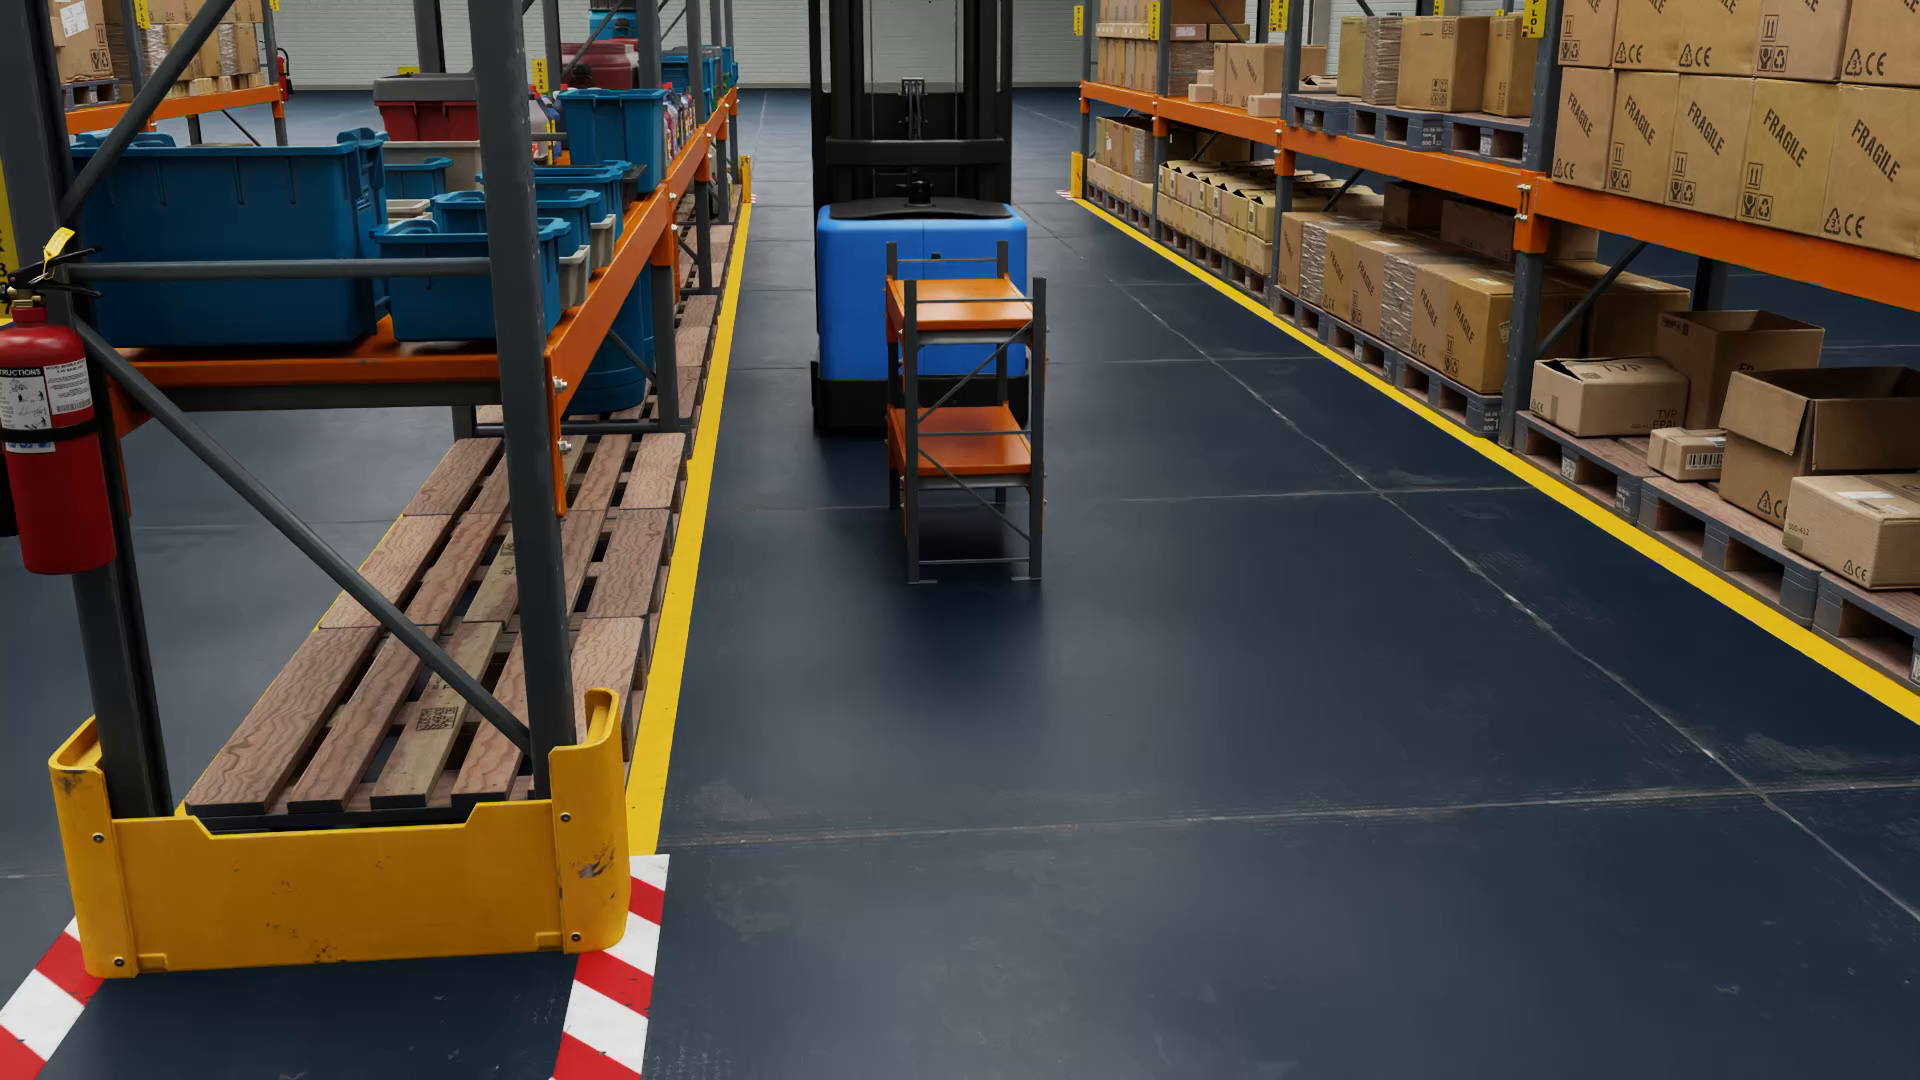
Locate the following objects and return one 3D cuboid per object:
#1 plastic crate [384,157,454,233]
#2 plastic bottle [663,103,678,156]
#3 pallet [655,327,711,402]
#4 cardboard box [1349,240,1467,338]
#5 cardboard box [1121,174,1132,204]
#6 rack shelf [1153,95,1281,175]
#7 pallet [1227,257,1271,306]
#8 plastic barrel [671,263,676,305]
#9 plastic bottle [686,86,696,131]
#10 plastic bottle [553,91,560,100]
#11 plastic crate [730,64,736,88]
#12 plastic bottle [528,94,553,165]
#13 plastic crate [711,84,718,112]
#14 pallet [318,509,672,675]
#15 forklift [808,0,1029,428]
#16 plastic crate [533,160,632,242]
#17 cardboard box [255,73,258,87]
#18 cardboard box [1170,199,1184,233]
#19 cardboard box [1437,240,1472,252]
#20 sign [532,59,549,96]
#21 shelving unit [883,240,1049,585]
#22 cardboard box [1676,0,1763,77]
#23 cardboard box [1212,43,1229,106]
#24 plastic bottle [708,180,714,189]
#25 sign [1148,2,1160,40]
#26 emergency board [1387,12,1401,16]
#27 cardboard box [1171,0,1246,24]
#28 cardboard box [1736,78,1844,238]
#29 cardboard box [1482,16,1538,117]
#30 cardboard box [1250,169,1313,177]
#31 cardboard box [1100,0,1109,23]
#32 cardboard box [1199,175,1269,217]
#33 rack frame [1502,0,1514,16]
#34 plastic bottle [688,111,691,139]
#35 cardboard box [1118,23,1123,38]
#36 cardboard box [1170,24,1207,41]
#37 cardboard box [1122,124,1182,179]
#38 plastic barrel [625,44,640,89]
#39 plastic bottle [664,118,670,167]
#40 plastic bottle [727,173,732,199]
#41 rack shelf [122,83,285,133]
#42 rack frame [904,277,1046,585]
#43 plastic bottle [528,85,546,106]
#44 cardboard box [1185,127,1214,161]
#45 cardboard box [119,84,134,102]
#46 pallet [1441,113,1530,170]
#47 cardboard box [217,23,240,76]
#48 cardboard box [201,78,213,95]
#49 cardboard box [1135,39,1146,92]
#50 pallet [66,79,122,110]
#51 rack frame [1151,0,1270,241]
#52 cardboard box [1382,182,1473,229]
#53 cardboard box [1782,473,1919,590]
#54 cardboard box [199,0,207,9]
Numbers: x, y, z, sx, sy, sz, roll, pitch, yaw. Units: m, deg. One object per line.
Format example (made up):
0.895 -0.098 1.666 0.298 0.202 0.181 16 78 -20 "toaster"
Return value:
-1.844 -1.101 5.354 0.416 0.233 0.300 -2 18 -6 "plastic crate"
-1.578 -2.175 8.805 0.152 0.276 0.135 -2 18 -6 "plastic bottle"
-1.957 -1.005 9.525 1.003 0.211 1.213 -2 18 -6 "pallet"
2.653 -1.495 9.871 0.500 0.500 0.500 -2 18 -8 "cardboard box"
1.939 -3.593 17.002 0.500 0.250 0.500 -2 18 -6 "cardboard box"
2.519 -3.336 13.496 1.077 0.370 4.000 -2 18 -6 "rack shelf"
2.679 -1.999 12.693 1.003 0.211 1.213 -2 18 -6 "pallet"
-1.988 -1.634 10.327 0.421 0.512 0.421 0 17 0 "plastic barrel"
-1.736 -2.768 10.682 0.061 0.283 0.133 -2 18 -6 "plastic bottle"
-2.432 -2.595 10.144 0.152 0.276 0.135 -2 18 -6 "plastic bottle"
-2.617 -4.910 17.558 0.499 0.251 0.408 -2 18 -6 "plastic crate"
-2.067 -1.984 8.072 0.144 0.351 0.185 -2 18 -6 "plastic bottle"
-2.155 -3.512 13.209 0.450 0.188 0.662 -2 18 -6 "plastic crate"
-1.547 0.173 5.774 1.003 0.211 1.213 -2 18 -6 "pallet"
-0.280 -2.342 9.245 1.130 2.935 3.031 -1 17 -4 "forklift"
-1.242 -1.062 5.232 0.416 0.233 0.300 -2 18 -6 "plastic crate"
-7.694 -4.889 17.661 0.380 0.149 0.250 -2 18 -6 "cardboard box"
2.159 -2.883 14.743 0.500 0.250 0.500 -1 17 -4 "cardboard box"
3.168 -1.519 9.946 0.500 0.500 0.500 -2 18 -8 "cardboard box"
-2.749 -2.990 10.921 0.100 0.325 0.005 -2 18 -6 "sign"
0.001 -0.535 6.502 0.538 1.125 1.048 -2 18 -6 "shelving unit"
3.012 -1.960 6.077 0.500 0.500 0.500 -2 18 -7 "cardboard box"
2.430 -3.936 14.041 0.500 0.500 0.500 -1 17 -2 "cardboard box"
-2.429 -3.318 15.926 0.144 0.351 0.185 -2 18 -6 "plastic bottle"
1.760 -4.708 15.089 0.100 0.325 0.005 -2 18 -6 "sign"
6.923 -7.964 27.037 0.194 1.169 0.643 -2 18 -6 "emergency board"
2.260 -5.074 15.498 0.700 0.500 0.500 -2 18 -5 "cardboard box"
3.078 -1.326 5.726 0.500 0.500 0.500 -2 18 -6 "cardboard box"
3.177 -2.491 8.734 0.700 0.500 0.500 1 17 3 "cardboard box"
2.748 -3.016 14.228 0.500 0.311 0.500 -2 18 -6 "cardboard box"
1.941 -5.978 18.379 0.700 0.500 0.500 -2 18 -5 "cardboard box"
2.267 -2.842 13.676 0.500 0.311 0.500 -1 17 -4 "cardboard box"
6.827 -5.621 19.573 1.000 3.000 0.127 -2 18 -6 "rack frame"
-1.689 -2.539 10.087 0.097 0.201 0.097 0 17 0 "plastic bottle"
1.861 -5.317 17.355 0.380 0.149 0.250 -2 18 -6 "cardboard box"
2.071 -4.707 15.411 0.380 0.149 0.250 -2 18 -6 "cardboard box"
1.952 -3.951 16.891 0.500 0.500 0.500 -2 18 -6 "cardboard box"
-2.565 -3.410 12.345 0.421 0.512 0.421 0 17 0 "plastic barrel"
-1.481 -1.972 8.167 0.097 0.271 0.097 0 17 0 "plastic bottle"
-2.368 -3.561 16.699 0.144 0.351 0.185 -1 17 -3 "plastic bottle"
-7.748 -4.223 16.321 1.077 0.370 4.000 -2 18 -6 "rack shelf"
0.053 -0.383 6.020 0.500 1.125 0.032 -2 18 -6 "rack frame"
-2.324 -2.308 9.103 0.144 0.351 0.185 -2 18 -6 "plastic bottle"
2.516 -3.818 16.468 0.500 0.500 0.500 -2 18 -6 "cardboard box"
-7.265 -3.924 14.586 0.380 0.149 0.250 -2 18 -6 "cardboard box"
3.164 -2.041 8.492 1.003 0.211 1.213 -2 18 -6 "pallet"
-7.745 -4.891 16.585 0.875 0.500 0.500 -2 18 -6 "cardboard box"
-7.433 -4.370 16.009 0.380 0.149 0.250 -2 18 -6 "cardboard box"
2.151 -4.761 16.668 0.700 0.500 0.500 -2 17 -5 "cardboard box"
-7.607 -3.646 13.604 1.003 0.211 1.213 -2 18 -6 "pallet"
2.312 -4.275 15.286 1.000 3.000 0.127 -2 18 -6 "rack frame"
3.065 -2.170 10.769 0.500 0.250 0.500 -1 17 -4 "cardboard box"
3.181 -0.036 5.641 0.500 0.250 0.500 -2 18 -6 "cardboard box"
-7.502 -5.225 15.980 0.500 0.500 0.500 -2 18 -6 "cardboard box"
